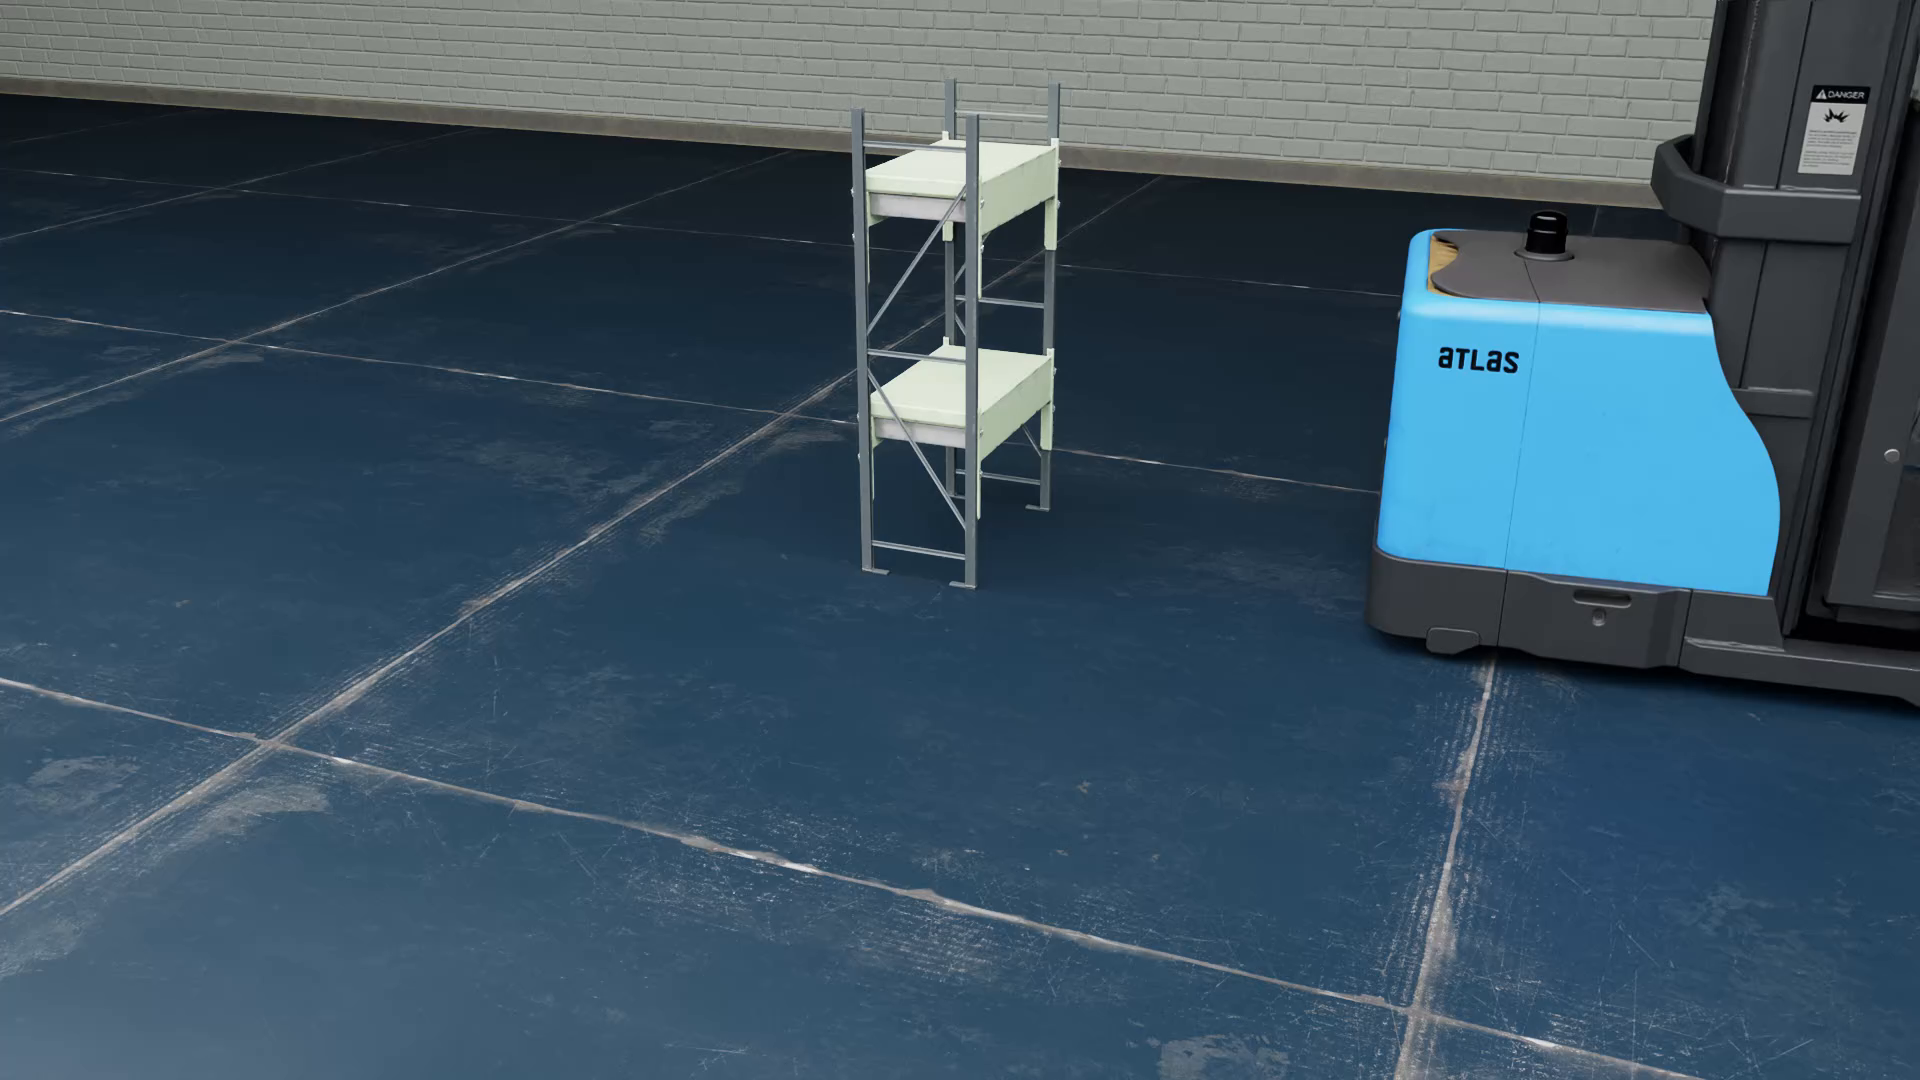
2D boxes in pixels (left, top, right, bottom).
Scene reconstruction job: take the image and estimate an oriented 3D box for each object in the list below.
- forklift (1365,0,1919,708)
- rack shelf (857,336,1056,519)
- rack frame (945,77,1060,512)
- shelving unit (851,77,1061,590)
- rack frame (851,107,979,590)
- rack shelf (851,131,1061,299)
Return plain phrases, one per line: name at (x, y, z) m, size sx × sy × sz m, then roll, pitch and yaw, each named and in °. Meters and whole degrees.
forklift at (2.791, -1.053, 4.469) m, size 3.031 × 2.935 × 1.130 m, roll 6°, pitch 23°, yaw 14°
rack shelf at (0.002, -0.394, 5.592) m, size 0.431 × 0.370 × 0.720 m, roll 9°, pitch 24°, yaw 20°
rack frame at (0.138, -0.825, 5.780) m, size 0.400 × 1.500 × 0.023 m, roll 9°, pitch 24°, yaw 20°
shelving unit at (0.002, -0.694, 5.467) m, size 0.431 × 1.500 × 0.755 m, roll 9°, pitch 24°, yaw 20°
rack frame at (-0.133, -0.563, 5.153) m, size 0.400 × 1.500 × 0.023 m, roll 9°, pitch 24°, yaw 20°
rack shelf at (0.002, -1.055, 5.316) m, size 0.431 × 0.370 × 0.720 m, roll 9°, pitch 24°, yaw 20°
